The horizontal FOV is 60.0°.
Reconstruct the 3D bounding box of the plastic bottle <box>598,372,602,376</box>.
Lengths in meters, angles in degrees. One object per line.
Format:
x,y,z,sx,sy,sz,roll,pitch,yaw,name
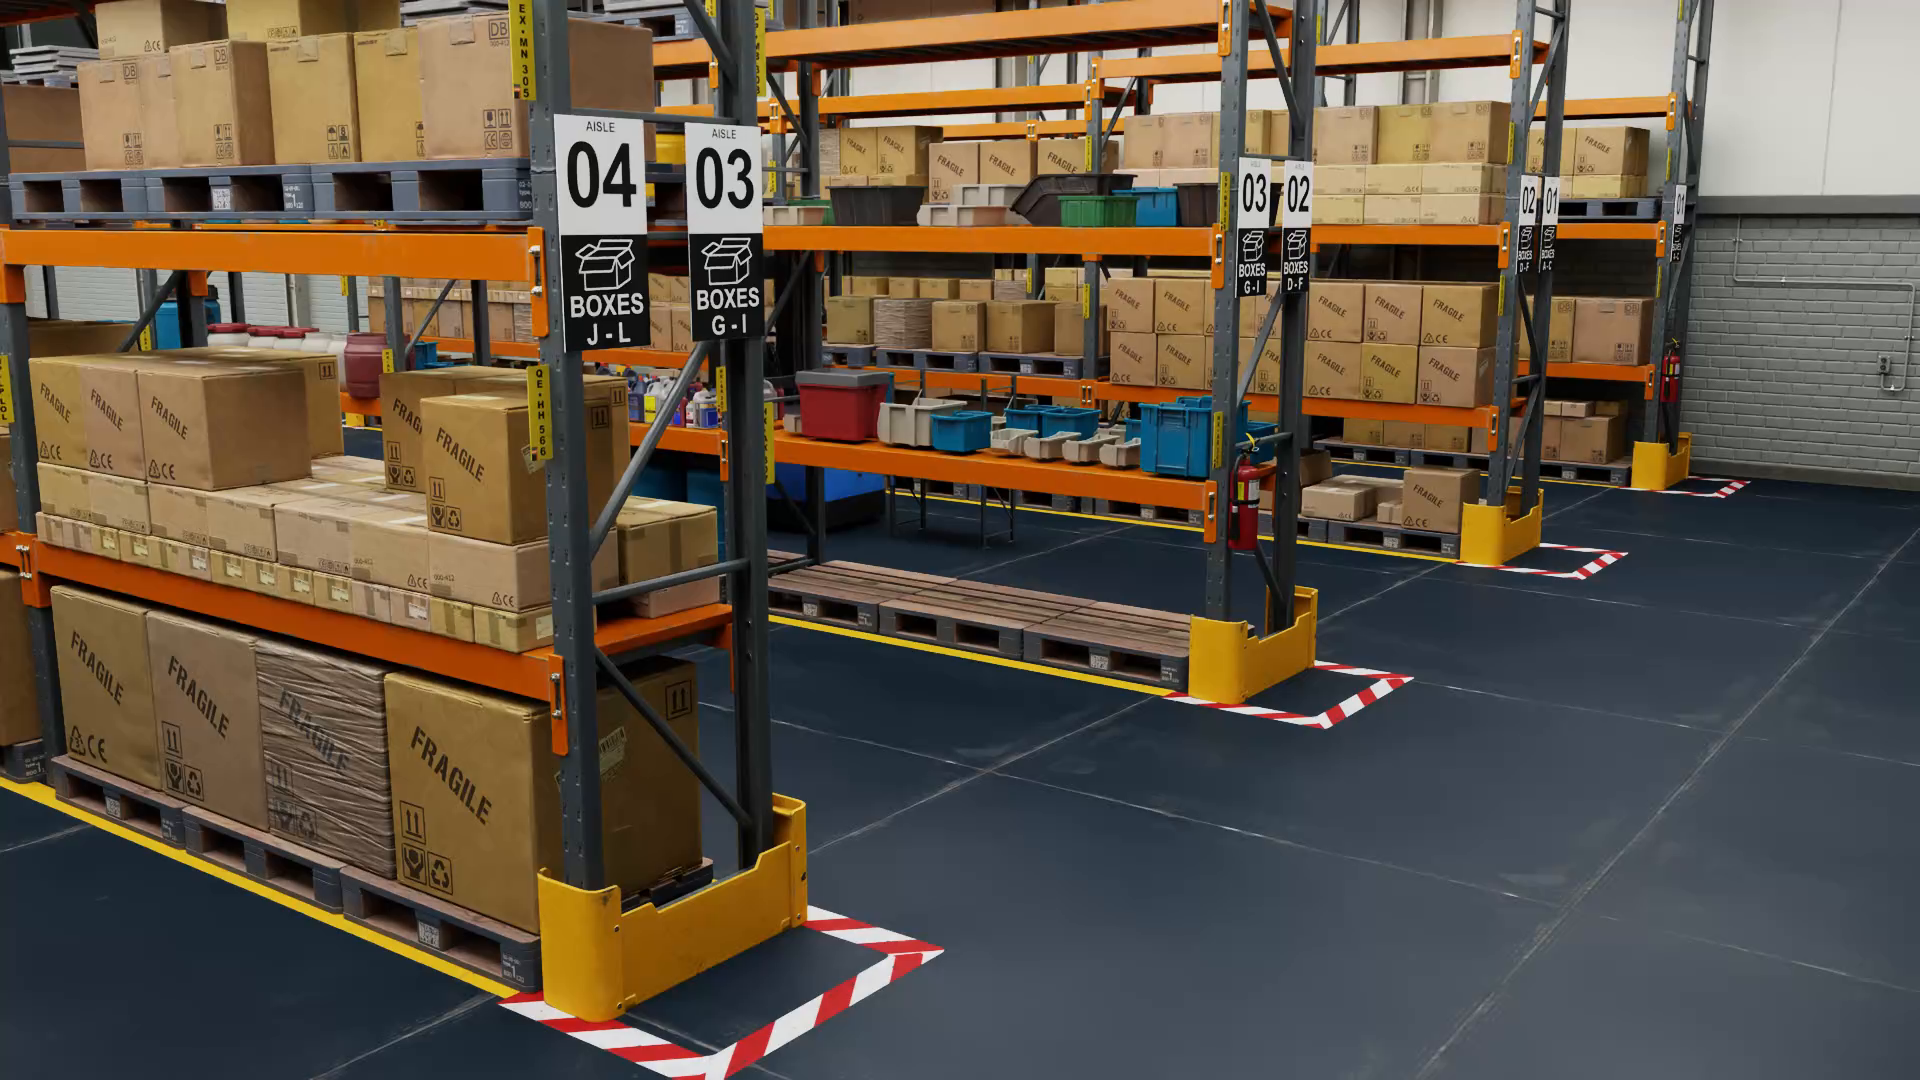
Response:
-3.063,-1.283,14.071,0.133,0.283,0.061,8,13,36,plastic bottle

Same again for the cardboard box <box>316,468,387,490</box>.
-2.586,-0.174,7.644,0.500,0.250,0.500,8,13,34,cardboard box

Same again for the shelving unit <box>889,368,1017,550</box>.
-0.069,-0.746,14.937,1.048,1.500,0.538,8,13,36,shelving unit

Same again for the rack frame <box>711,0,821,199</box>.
-1.402,-3.987,11.949,0.127,3.000,1.000,8,13,36,rack frame

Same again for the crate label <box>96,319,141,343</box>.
-9.430,-2.243,18.633,0.616,0.435,0.502,8,13,36,crate label

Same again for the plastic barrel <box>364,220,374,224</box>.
-5.159,-3.336,15.159,0.600,0.901,0.600,0,11,0,plastic barrel

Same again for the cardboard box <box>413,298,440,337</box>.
-6.947,-3.029,22.524,0.500,0.500,0.700,8,14,36,cardboard box

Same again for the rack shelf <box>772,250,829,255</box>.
-3.303,-3.594,19.706,4.000,0.370,1.077,8,13,36,rack shelf

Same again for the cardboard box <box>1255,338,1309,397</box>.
3.010,-1.579,15.033,0.500,0.500,0.500,8,13,35,cardboard box

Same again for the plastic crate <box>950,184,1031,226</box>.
0.218,-2.303,11.452,0.530,0.282,0.437,8,13,36,plastic crate

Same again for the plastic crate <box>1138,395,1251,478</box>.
1.442,-0.648,10.232,0.499,0.435,0.616,8,13,36,plastic crate

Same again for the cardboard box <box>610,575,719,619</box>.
-1.200,0.199,6.766,0.250,0.149,0.380,8,14,36,cardboard box

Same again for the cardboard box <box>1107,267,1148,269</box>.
2.172,-3.511,22.210,0.500,0.250,0.500,7,13,34,cardboard box

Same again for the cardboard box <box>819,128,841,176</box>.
-1.343,-4.212,18.113,0.500,0.500,0.500,8,13,36,cardboard box

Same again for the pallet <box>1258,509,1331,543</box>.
3.073,-0.216,15.593,1.213,0.211,1.003,8,13,36,pallet

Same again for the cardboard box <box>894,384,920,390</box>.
-0.549,-2.253,24.199,0.500,0.500,0.700,8,14,36,cardboard box

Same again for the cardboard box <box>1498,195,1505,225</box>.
4.493,-2.846,14.341,0.500,0.250,0.500,8,13,36,cardboard box

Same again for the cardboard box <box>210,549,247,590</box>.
-3.035,0.099,7.283,0.250,0.149,0.380,7,13,34,cardboard box

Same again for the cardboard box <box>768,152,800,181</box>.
-2.550,-5.495,24.693,0.500,0.500,0.500,7,13,31,cardboard box

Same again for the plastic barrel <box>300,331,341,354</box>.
-5.921,-1.677,15.506,0.421,0.512,0.421,0,11,0,plastic barrel

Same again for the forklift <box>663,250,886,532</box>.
-2.228,-1.707,16.135,3.031,2.935,1.130,7,13,33,forklift

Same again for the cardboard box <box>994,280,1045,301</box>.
0.853,-3.325,22.897,0.500,0.500,0.700,6,13,29,cardboard box

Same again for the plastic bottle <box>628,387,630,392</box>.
-2.612,-1.074,13.009,0.135,0.276,0.152,8,13,36,plastic bottle

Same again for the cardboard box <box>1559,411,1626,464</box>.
7.063,-1.151,18.559,0.500,0.500,0.700,8,13,36,cardboard box

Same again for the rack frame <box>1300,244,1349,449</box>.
4.462,-2.559,20.358,0.127,3.000,1.000,8,13,36,rack frame

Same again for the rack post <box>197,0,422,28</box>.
-6.212,-4.777,15.502,3.121,1.000,1.013,8,13,36,rack post

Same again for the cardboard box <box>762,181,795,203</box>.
-2.090,-3.897,18.669,0.500,0.250,0.500,7,13,31,cardboard box

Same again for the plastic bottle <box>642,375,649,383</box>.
-2.639,-1.248,13.920,0.097,0.271,0.097,0,11,0,plastic bottle

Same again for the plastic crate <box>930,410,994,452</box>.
0.015,-0.731,11.195,0.300,0.233,0.416,8,13,36,plastic crate

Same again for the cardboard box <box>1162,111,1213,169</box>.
2.267,-3.686,15.392,0.500,0.500,0.700,8,13,36,cardboard box

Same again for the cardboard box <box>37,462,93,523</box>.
-4.110,-0.263,8.105,0.500,0.250,0.500,8,13,35,cardboard box

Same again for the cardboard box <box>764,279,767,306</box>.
-2.956,-3.823,25.264,0.500,0.500,0.500,8,13,35,cardboard box

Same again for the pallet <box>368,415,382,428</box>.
-7.498,-1.700,23.263,1.213,0.211,1.003,8,13,36,pallet

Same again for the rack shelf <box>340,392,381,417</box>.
-6.238,-1.363,16.074,4.000,0.370,1.077,8,13,36,rack shelf

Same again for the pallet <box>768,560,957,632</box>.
-0.786,0.404,12.387,1.213,0.211,1.003,8,13,36,pallet

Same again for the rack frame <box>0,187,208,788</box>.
-4.334,-0.284,8.599,0.127,3.000,1.000,8,13,36,rack frame

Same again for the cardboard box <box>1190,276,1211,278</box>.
2.508,-2.265,15.947,0.500,0.500,0.500,8,13,34,cardboard box

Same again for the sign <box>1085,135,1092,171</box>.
1.207,-3.634,15.623,0.005,0.325,0.100,8,13,36,sign

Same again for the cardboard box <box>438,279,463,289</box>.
-6.490,-3.604,22.080,0.500,0.500,0.700,8,14,36,cardboard box

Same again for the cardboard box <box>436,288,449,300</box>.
-6.712,-3.267,22.046,0.250,0.149,0.380,8,14,36,cardboard box

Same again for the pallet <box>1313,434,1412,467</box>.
5.029,-1.092,20.119,1.213,0.211,1.003,8,13,36,pallet

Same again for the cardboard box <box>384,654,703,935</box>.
-1.673,0.943,6.745,0.875,0.875,0.875,8,13,36,cardboard box

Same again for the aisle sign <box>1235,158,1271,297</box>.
1.707,-1.816,9.673,0.004,0.787,0.394,8,13,36,aisle sign

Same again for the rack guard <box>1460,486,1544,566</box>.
4.696,-0.131,14.393,0.348,0.500,1.175,8,13,36,rack guard

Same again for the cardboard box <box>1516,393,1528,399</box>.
6.466,-1.600,19.170,0.250,0.149,0.380,8,14,36,cardboard box

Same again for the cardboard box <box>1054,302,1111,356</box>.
1.284,-2.143,16.839,0.500,0.500,0.700,3,11,16,cardboard box

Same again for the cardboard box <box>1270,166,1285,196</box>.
2.981,-3.182,14.759,0.500,0.250,0.500,8,13,36,cardboard box

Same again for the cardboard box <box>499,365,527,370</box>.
-5.814,-2.000,21.631,0.500,0.500,0.500,8,13,36,cardboard box

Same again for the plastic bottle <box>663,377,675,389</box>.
-2.251,-1.093,12.912,0.185,0.351,0.144,8,13,36,plastic bottle

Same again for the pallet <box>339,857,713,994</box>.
-1.800,1.457,6.942,1.213,0.211,1.003,8,13,36,pallet

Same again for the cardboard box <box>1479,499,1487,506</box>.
4.623,-0.266,14.856,0.250,0.149,0.380,8,13,36,cardboard box

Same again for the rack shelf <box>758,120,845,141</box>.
-3.598,-6.274,25.668,4.000,0.370,1.077,8,13,36,rack shelf

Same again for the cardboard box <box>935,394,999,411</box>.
0.077,-1.417,17.907,0.500,0.250,0.500,8,13,34,cardboard box

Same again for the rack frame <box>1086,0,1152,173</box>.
1.533,-4.745,15.866,0.127,3.000,1.000,8,13,36,rack frame
